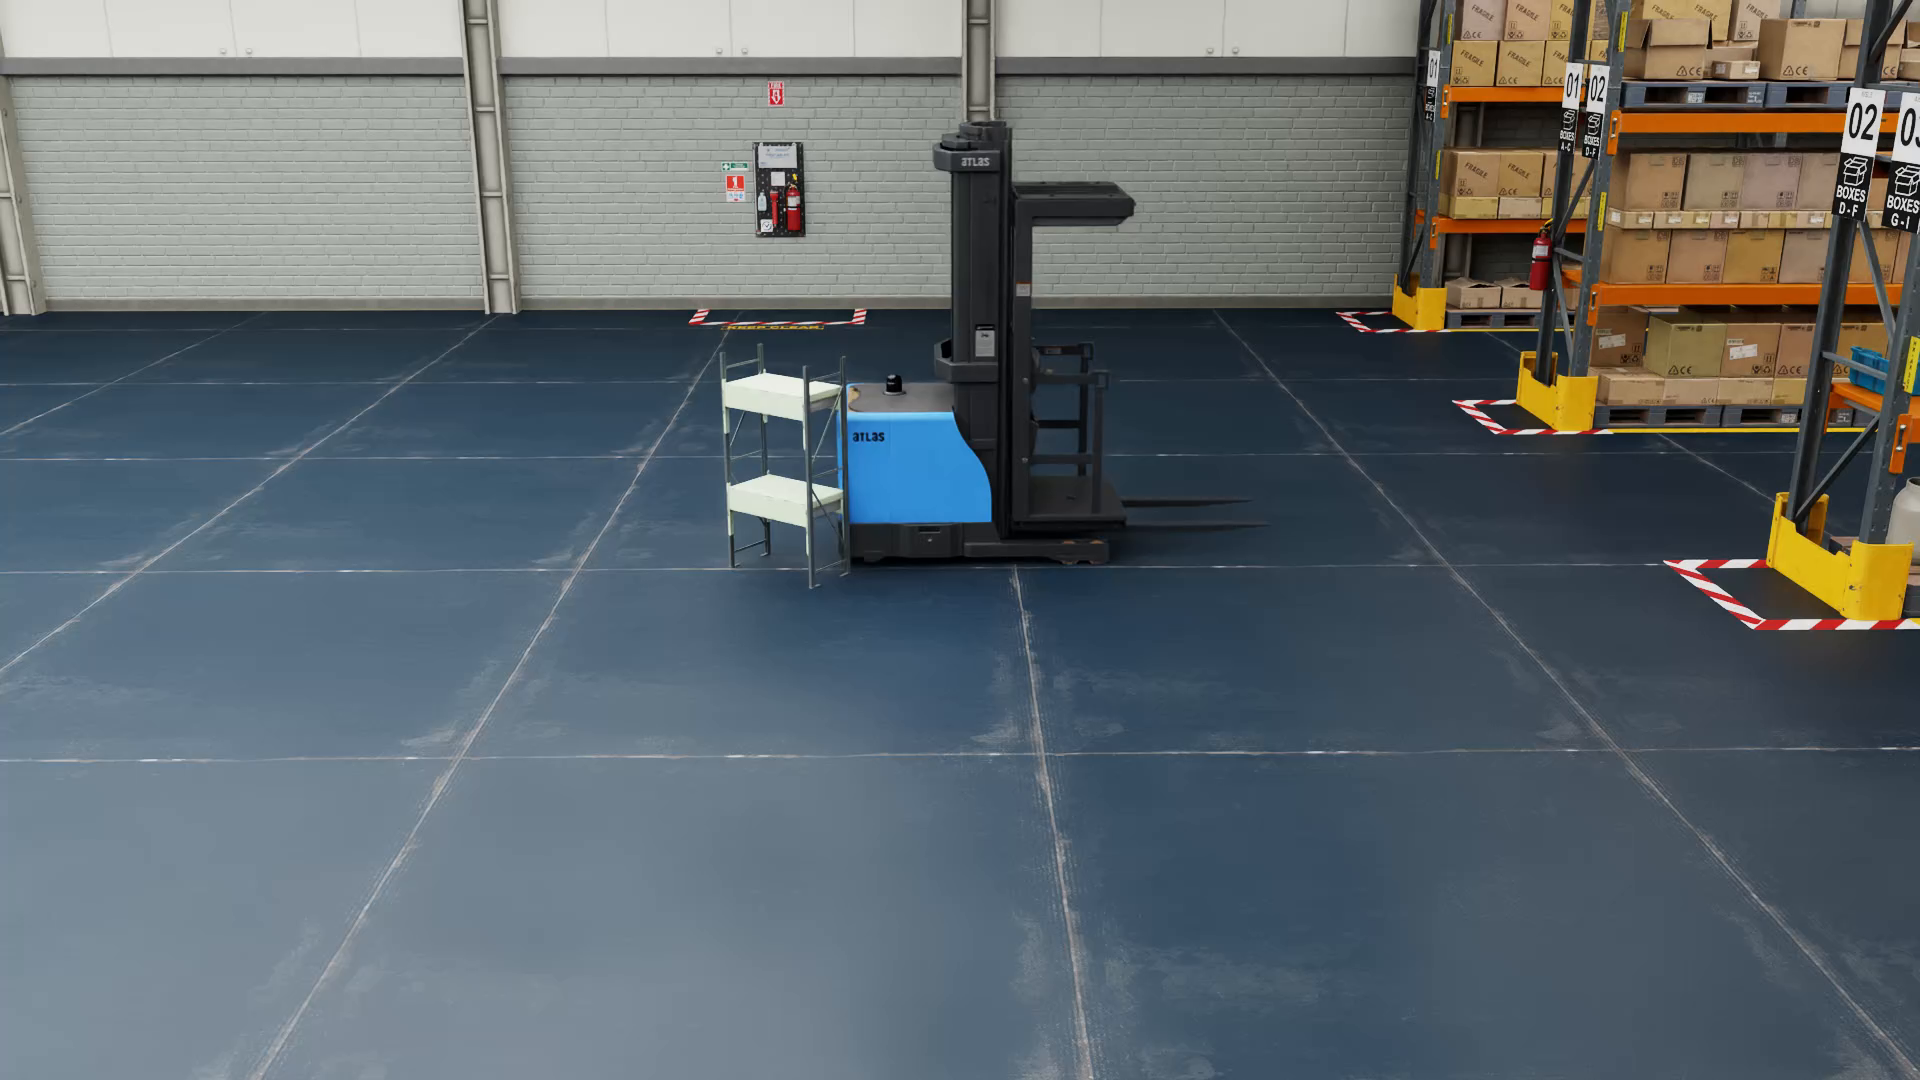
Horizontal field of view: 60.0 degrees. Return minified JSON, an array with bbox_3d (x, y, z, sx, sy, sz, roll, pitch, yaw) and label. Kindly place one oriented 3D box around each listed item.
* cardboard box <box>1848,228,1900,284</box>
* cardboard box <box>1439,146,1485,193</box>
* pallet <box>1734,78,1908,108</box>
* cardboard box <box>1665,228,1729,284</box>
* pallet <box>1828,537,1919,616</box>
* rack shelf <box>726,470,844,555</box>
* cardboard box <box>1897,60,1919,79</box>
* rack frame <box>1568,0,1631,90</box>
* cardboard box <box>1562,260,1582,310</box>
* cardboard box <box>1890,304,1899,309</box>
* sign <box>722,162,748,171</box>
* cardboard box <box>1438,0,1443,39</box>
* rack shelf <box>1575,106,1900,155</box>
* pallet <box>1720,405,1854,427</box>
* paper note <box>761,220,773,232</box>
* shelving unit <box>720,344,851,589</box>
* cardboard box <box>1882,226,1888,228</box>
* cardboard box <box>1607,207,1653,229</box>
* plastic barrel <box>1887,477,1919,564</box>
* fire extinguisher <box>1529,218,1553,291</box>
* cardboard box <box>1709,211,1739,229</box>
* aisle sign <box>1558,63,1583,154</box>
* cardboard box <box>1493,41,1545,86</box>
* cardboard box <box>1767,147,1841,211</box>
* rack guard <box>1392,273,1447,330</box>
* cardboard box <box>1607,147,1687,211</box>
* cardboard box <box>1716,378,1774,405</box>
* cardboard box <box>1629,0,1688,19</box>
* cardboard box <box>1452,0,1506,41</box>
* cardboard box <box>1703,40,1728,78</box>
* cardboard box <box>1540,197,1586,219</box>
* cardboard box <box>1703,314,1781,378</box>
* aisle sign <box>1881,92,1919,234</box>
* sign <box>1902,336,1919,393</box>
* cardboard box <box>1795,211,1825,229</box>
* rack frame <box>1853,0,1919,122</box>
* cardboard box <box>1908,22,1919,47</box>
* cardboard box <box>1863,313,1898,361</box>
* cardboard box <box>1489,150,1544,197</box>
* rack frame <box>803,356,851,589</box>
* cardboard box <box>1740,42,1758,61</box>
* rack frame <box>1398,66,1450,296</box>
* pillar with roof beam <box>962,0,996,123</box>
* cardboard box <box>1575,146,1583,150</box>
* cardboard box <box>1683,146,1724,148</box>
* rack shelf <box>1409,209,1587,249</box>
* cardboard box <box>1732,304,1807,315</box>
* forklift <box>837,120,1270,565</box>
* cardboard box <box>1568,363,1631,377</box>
[{"bbox_3d":[8.144,-2.654,15.247,0.500,0.500,0.700,0,18,0],"label":"cardboard box"},{"bbox_3d":[6.003,-4.472,20.064,0.500,0.500,0.500,0,18,-1],"label":"cardboard box"},{"bbox_3d":[7.547,-3.986,14.795,1.213,0.211,1.003,0,18,-1],"label":"pallet"},{"bbox_3d":[6.609,-2.647,15.225,0.500,0.500,0.700,0,18,1],"label":"cardboard box"},{"bbox_3d":[6.579,0.227,10.996,1.213,0.211,1.003,0,18,-1],"label":"pallet"},{"bbox_3d":[-1.168,-0.194,11.264,0.720,0.370,0.431,13,22,34],"label":"rack shelf"},{"bbox_3d":[8.415,-4.102,14.509,0.250,0.149,0.380,0,18,-1],"label":"cardboard box"},{"bbox_3d":[5.617,-5.454,14.317,0.127,3.000,1.000,0,18,-1],"label":"rack frame"},{"bbox_3d":[7.533,-3.096,20.161,0.500,0.500,0.700,-1,18,-4],"label":"cardboard box"},{"bbox_3d":[9.148,-1.958,15.825,0.500,0.500,0.500,0,18,-1],"label":"cardboard box"},{"bbox_3d":[-2.799,-4.644,20.687,0.331,0.109,0.001,0,18,-1],"label":"sign"},{"bbox_3d":[5.962,-6.154,19.575,0.500,0.500,0.500,1,18,2],"label":"cardboard box"},{"bbox_3d":[7.617,-3.693,14.915,4.000,0.370,1.077,0,18,-1],"label":"rack shelf"},{"bbox_3d":[7.598,-1.291,15.726,1.213,0.211,1.003,0,18,-1],"label":"pallet"},{"bbox_3d":[-2.428,-3.949,20.890,0.142,0.148,0.016,0,18,-1],"label":"paper note"},{"bbox_3d":[-1.168,-0.504,11.165,0.755,1.500,0.431,13,22,34],"label":"shelving unit"},{"bbox_3d":[8.330,-2.902,14.957,0.250,0.149,0.380,0,18,-1],"label":"cardboard box"},{"bbox_3d":[6.013,-2.890,14.919,0.250,0.149,0.380,0,18,-1],"label":"cardboard box"},{"bbox_3d":[6.348,-0.126,10.915,0.421,0.512,0.421,0,18,0],"label":"plastic barrel"},{"bbox_3d":[5.491,-2.702,15.685,0.183,0.674,0.296,0,18,-1],"label":"fire extinguisher"},{"bbox_3d":[6.778,-2.893,14.930,0.250,0.149,0.380,-1,18,-2],"label":"cardboard box"},{"bbox_3d":[5.547,-3.924,15.114,0.004,0.787,0.394,0,18,-1],"label":"aisle sign"},{"bbox_3d":[6.411,-5.512,19.214,0.500,0.500,0.500,1,18,3],"label":"cardboard box"},{"bbox_3d":[7.667,-3.270,15.044,0.500,0.500,0.700,0,18,-1],"label":"cardboard box"},{"bbox_3d":[5.611,-2.920,20.332,0.348,0.500,1.175,0,18,-1],"label":"rack guard"},{"bbox_3d":[6.137,-3.261,15.015,0.500,0.500,0.700,0,18,-1],"label":"cardboard box"},{"bbox_3d":[7.156,-1.428,15.403,0.500,0.250,0.500,0,18,-1],"label":"cardboard box"},{"bbox_3d":[7.968,-5.994,19.078,0.500,0.500,0.500,-1,18,-3],"label":"cardboard box"},{"bbox_3d":[5.924,-5.999,19.095,0.500,0.500,0.500,-2,18,-5],"label":"cardboard box"},{"bbox_3d":[8.528,-5.538,19.294,0.500,0.500,0.500,-2,18,-6],"label":"cardboard box"},{"bbox_3d":[7.056,-3.961,19.697,0.500,0.250,0.500,-1,18,-2],"label":"cardboard box"},{"bbox_3d":[7.156,-1.789,15.300,0.500,0.500,0.500,0,18,-1],"label":"cardboard box"},{"bbox_3d":[5.624,-2.232,9.840,0.004,0.787,0.394,0,18,-1],"label":"aisle sign"},{"bbox_3d":[5.696,-1.048,9.951,0.005,0.325,0.100,0,18,-1],"label":"sign"},{"bbox_3d":[7.550,-2.897,14.942,0.250,0.149,0.380,0,18,0],"label":"cardboard box"},{"bbox_3d":[5.691,-3.941,9.600,0.127,3.000,1.000,0,18,-1],"label":"rack frame"},{"bbox_3d":[11.316,-5.789,19.422,0.500,0.500,0.500,-1,18,-3],"label":"cardboard box"},{"bbox_3d":[8.656,-1.796,15.323,0.500,0.500,0.500,0,18,-1],"label":"cardboard box"},{"bbox_3d":[6.511,-4.315,19.573,0.500,0.500,0.500,0,18,-1],"label":"cardboard box"},{"bbox_3d":[-0.873,-0.438,10.958,0.023,1.500,0.400,13,22,34],"label":"rack frame"},{"bbox_3d":[7.320,-4.338,14.980,0.500,0.311,0.500,2,18,6],"label":"cardboard box"},{"bbox_3d":[5.535,-4.110,19.949,0.127,3.000,1.000,0,18,-1],"label":"rack frame"},{"bbox_3d":[0.290,-5.890,15.678,0.400,9.000,9.100,0,18,-1],"label":"pillar with roof beam"},{"bbox_3d":[7.527,-4.478,20.082,0.500,0.500,0.500,0,18,0],"label":"cardboard box"},{"bbox_3d":[9.061,-4.486,20.106,0.500,0.500,0.500,-1,18,-2],"label":"cardboard box"},{"bbox_3d":[7.535,-3.777,20.089,4.000,0.370,1.077,0,18,-1],"label":"rack shelf"},{"bbox_3d":[7.648,-1.950,15.801,0.500,0.500,0.500,0,18,-1],"label":"cardboard box"},{"bbox_3d":[0.656,-1.383,11.560,3.031,2.935,1.130,0,18,-2],"label":"forklift"},{"bbox_3d":[6.148,-1.581,15.878,0.500,0.250,0.500,0,18,-1],"label":"cardboard box"}]
